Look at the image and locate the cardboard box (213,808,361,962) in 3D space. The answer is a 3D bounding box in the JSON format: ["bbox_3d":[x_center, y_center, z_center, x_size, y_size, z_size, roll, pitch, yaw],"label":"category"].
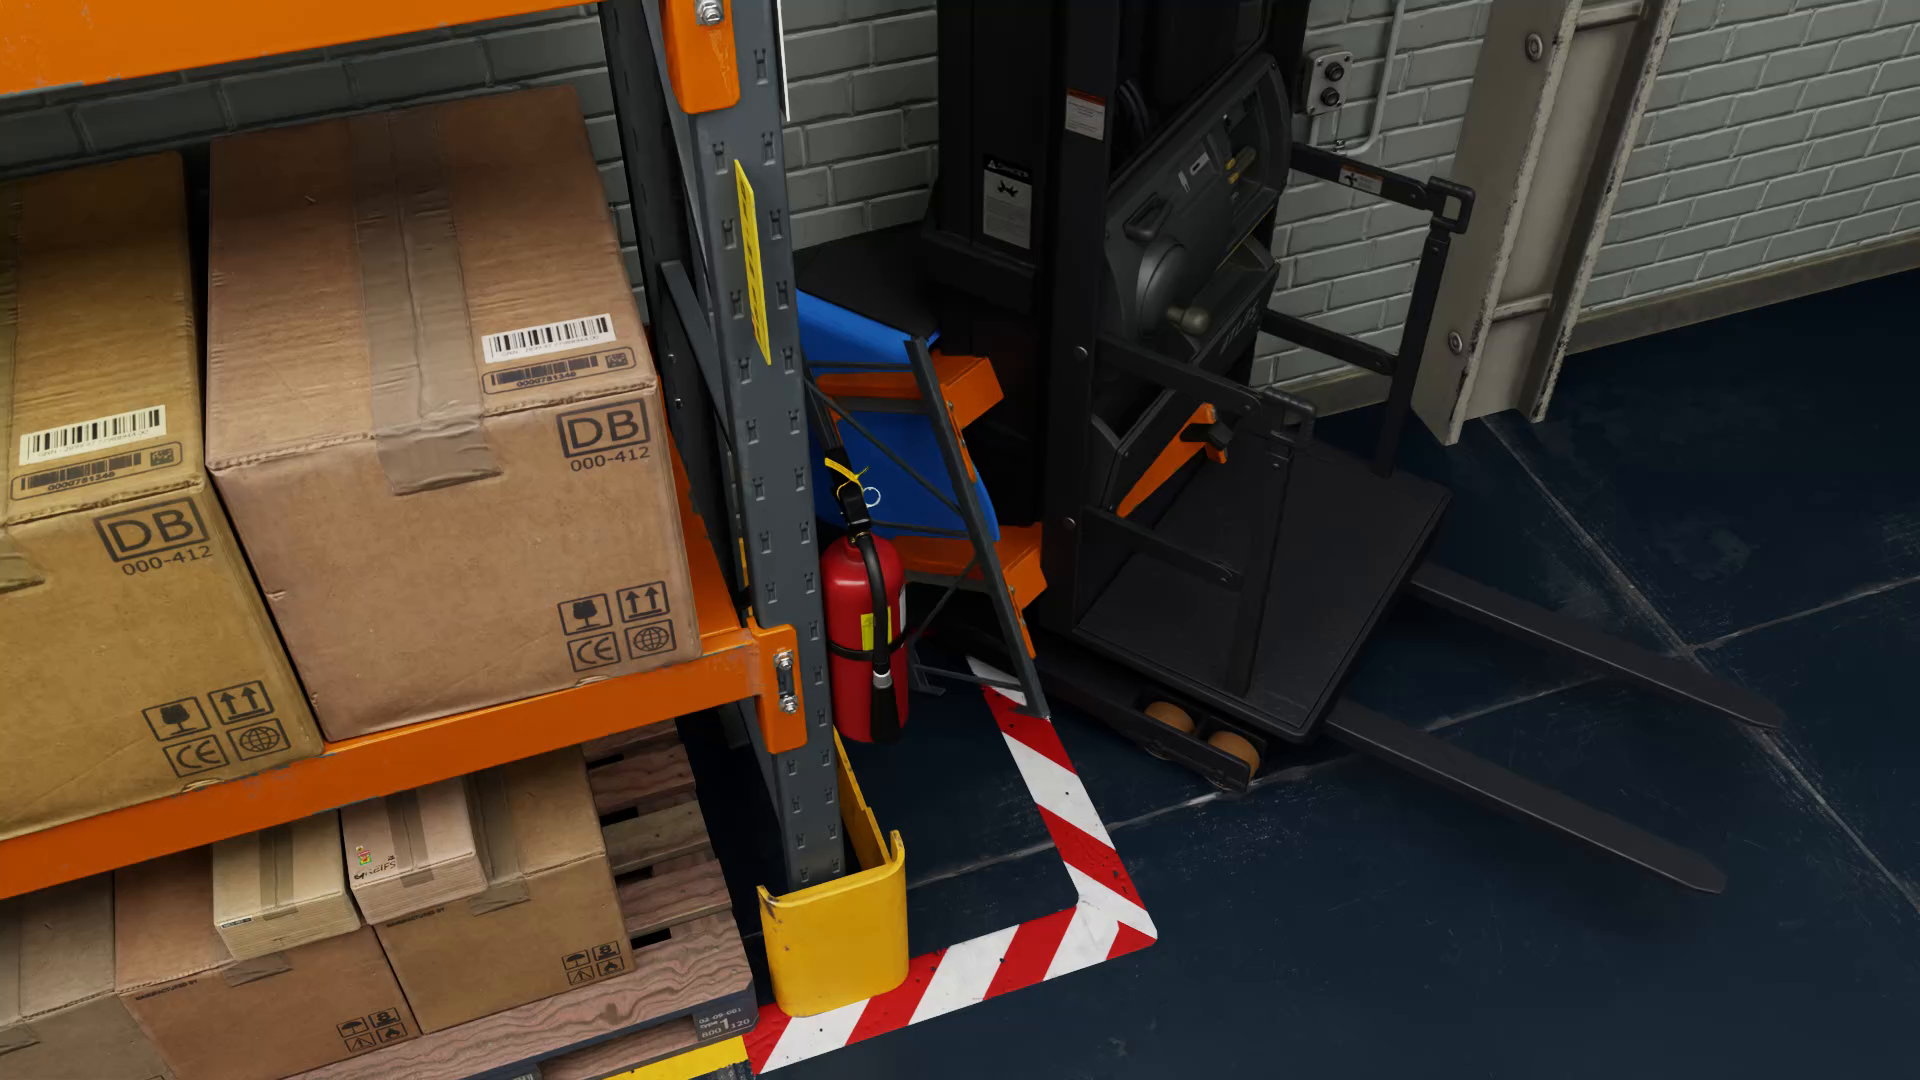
[{"bbox_3d":[-1.415,0.657,3.488,0.250,0.149,0.380,-13,47,-13],"label":"cardboard box"}]

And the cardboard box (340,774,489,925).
[{"bbox_3d":[-1.175,0.595,3.550,0.250,0.149,0.380,-15,47,-14],"label":"cardboard box"}]

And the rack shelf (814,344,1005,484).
[{"bbox_3d":[0.115,-0.540,4.583,0.538,0.278,1.000,7,36,43],"label":"rack shelf"}]

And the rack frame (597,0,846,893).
[{"bbox_3d":[-0.492,-0.298,3.429,0.127,3.000,1.000,-14,47,-14],"label":"rack frame"}]

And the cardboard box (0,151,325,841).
[{"bbox_3d":[-1.648,-0.092,3.012,0.700,0.700,0.980,-15,47,-14],"label":"cardboard box"}]

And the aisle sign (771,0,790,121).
[{"bbox_3d":[-0.322,-1.033,2.326,0.004,0.787,0.394,-14,47,-14],"label":"aisle sign"}]

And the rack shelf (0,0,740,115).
[{"bbox_3d":[-2.373,-0.622,2.142,4.000,0.370,1.077,-14,47,-14],"label":"rack shelf"}]

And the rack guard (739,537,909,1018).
[{"bbox_3d":[-0.469,0.579,4.320,0.348,0.500,1.175,-14,47,-14],"label":"rack guard"}]

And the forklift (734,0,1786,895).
[{"bbox_3d":[0.763,-0.782,3.960,3.031,2.935,1.130,24,50,22],"label":"forklift"}]

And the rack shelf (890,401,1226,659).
[{"bbox_3d":[0.274,-0.082,4.816,0.538,0.278,1.000,7,36,43],"label":"rack shelf"}]

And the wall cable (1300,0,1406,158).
[{"bbox_3d":[0.392,-1.594,4.004,1.851,1.984,0.084,-14,47,-14],"label":"wall cable"}]

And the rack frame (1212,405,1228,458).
[{"bbox_3d":[0.517,-0.552,5.011,0.500,1.125,0.032,7,36,43],"label":"rack frame"}]

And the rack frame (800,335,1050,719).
[{"bbox_3d":[-0.113,-0.029,4.409,0.500,1.125,0.032,7,36,43],"label":"rack frame"}]

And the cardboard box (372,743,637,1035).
[{"bbox_3d":[-1.116,0.671,3.931,0.500,0.500,0.700,-14,47,-14],"label":"cardboard box"}]

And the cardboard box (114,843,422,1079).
[{"bbox_3d":[-1.587,0.792,3.811,0.500,0.500,0.700,-14,47,-14],"label":"cardboard box"}]

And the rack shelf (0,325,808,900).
[{"bbox_3d":[-2.373,0.437,3.204,4.000,0.370,1.077,-14,47,-14],"label":"rack shelf"}]

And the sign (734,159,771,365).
[{"bbox_3d":[-0.320,-0.425,2.571,0.005,0.325,0.100,-14,47,-14],"label":"sign"}]

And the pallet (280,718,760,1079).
[{"bbox_3d":[-1.217,0.931,4.173,1.213,0.211,1.003,-14,47,-14],"label":"pallet"}]

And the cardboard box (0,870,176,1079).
[{"bbox_3d":[-2.060,0.913,3.690,0.500,0.500,0.700,-16,47,-15],"label":"cardboard box"}]

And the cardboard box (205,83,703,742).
[{"bbox_3d":[-0.968,-0.274,3.194,0.700,0.700,0.980,-12,46,-12],"label":"cardboard box"}]

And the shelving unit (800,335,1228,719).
[{"bbox_3d":[0.202,-0.290,4.710,0.538,1.125,1.048,7,36,43],"label":"shelving unit"}]

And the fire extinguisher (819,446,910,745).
[{"bbox_3d":[-0.193,0.132,3.318,0.183,0.674,0.296,-14,47,-14],"label":"fire extinguisher"}]
